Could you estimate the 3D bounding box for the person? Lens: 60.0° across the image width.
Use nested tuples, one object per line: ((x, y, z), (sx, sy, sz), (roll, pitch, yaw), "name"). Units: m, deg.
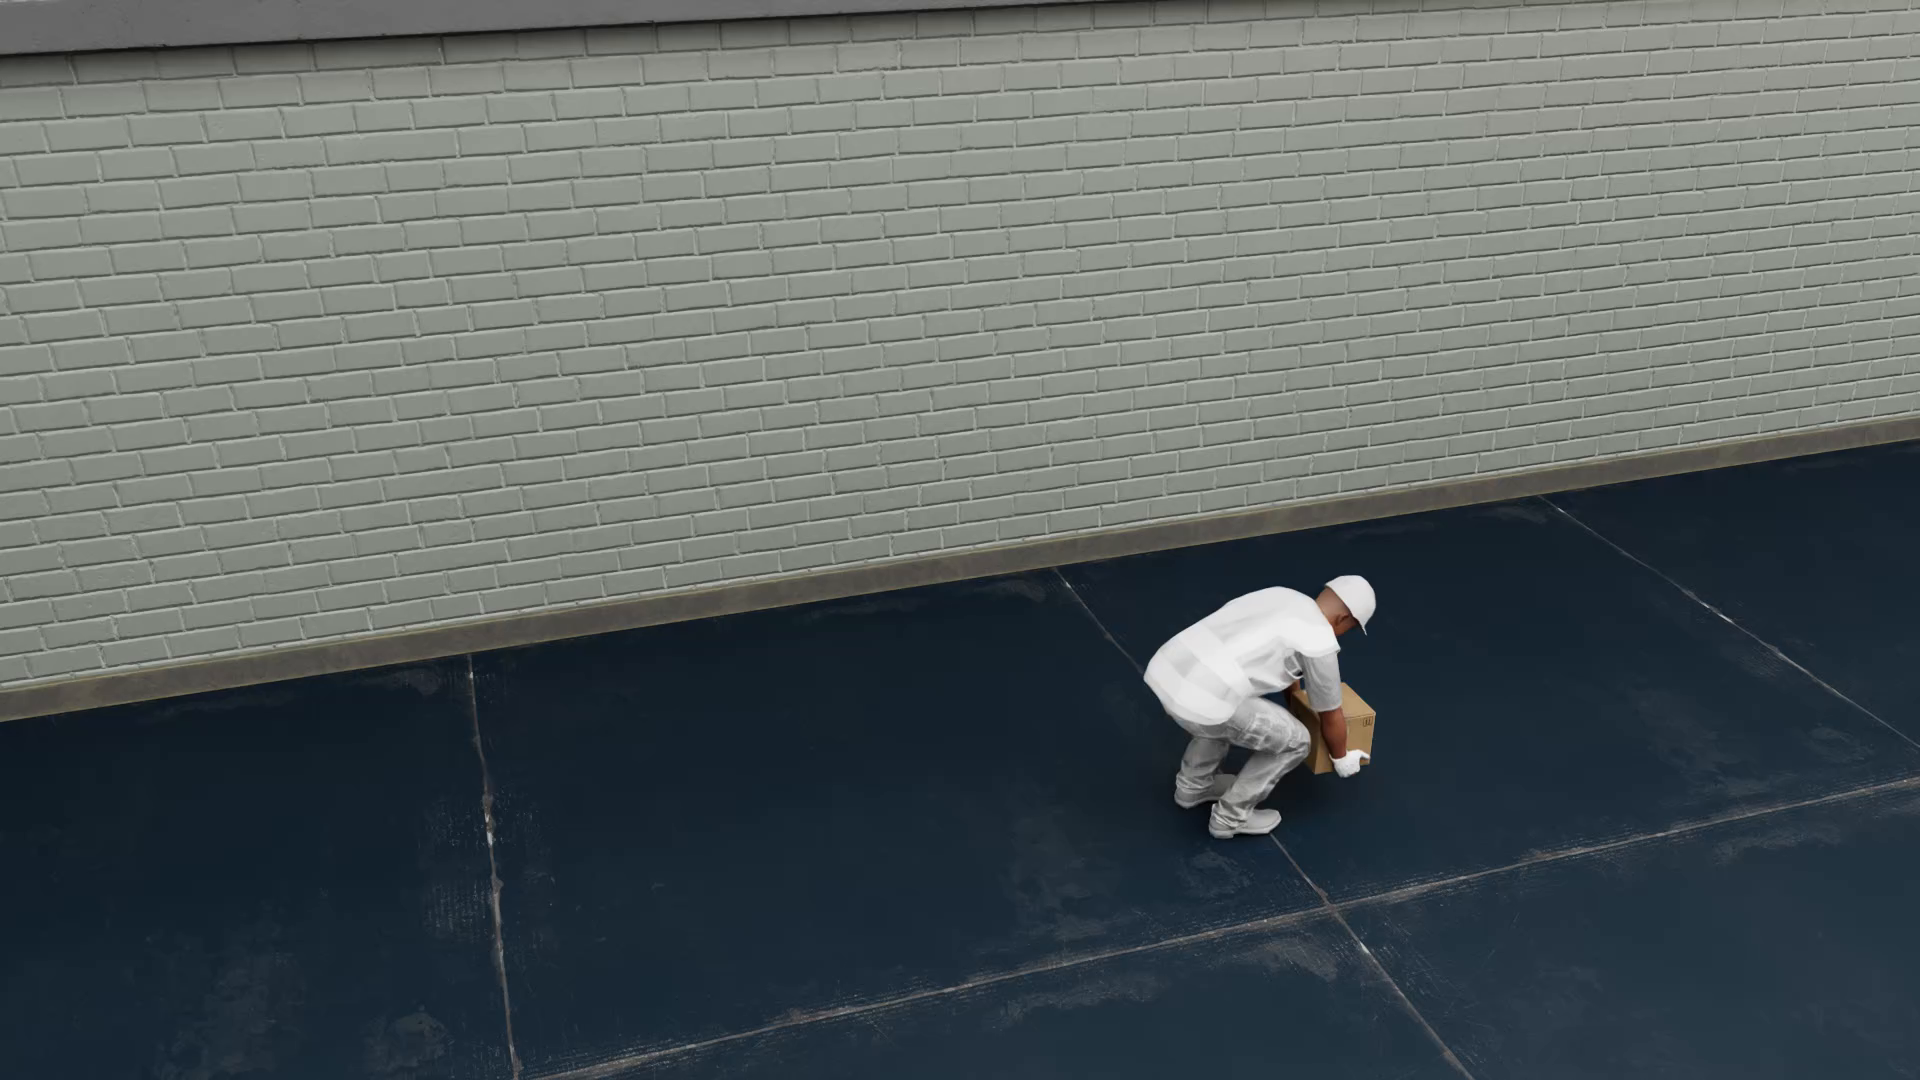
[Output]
((1.198, 0.653, 6.657), (0.959, 0.995, 0.542), (-9, 28, -18), "person")
